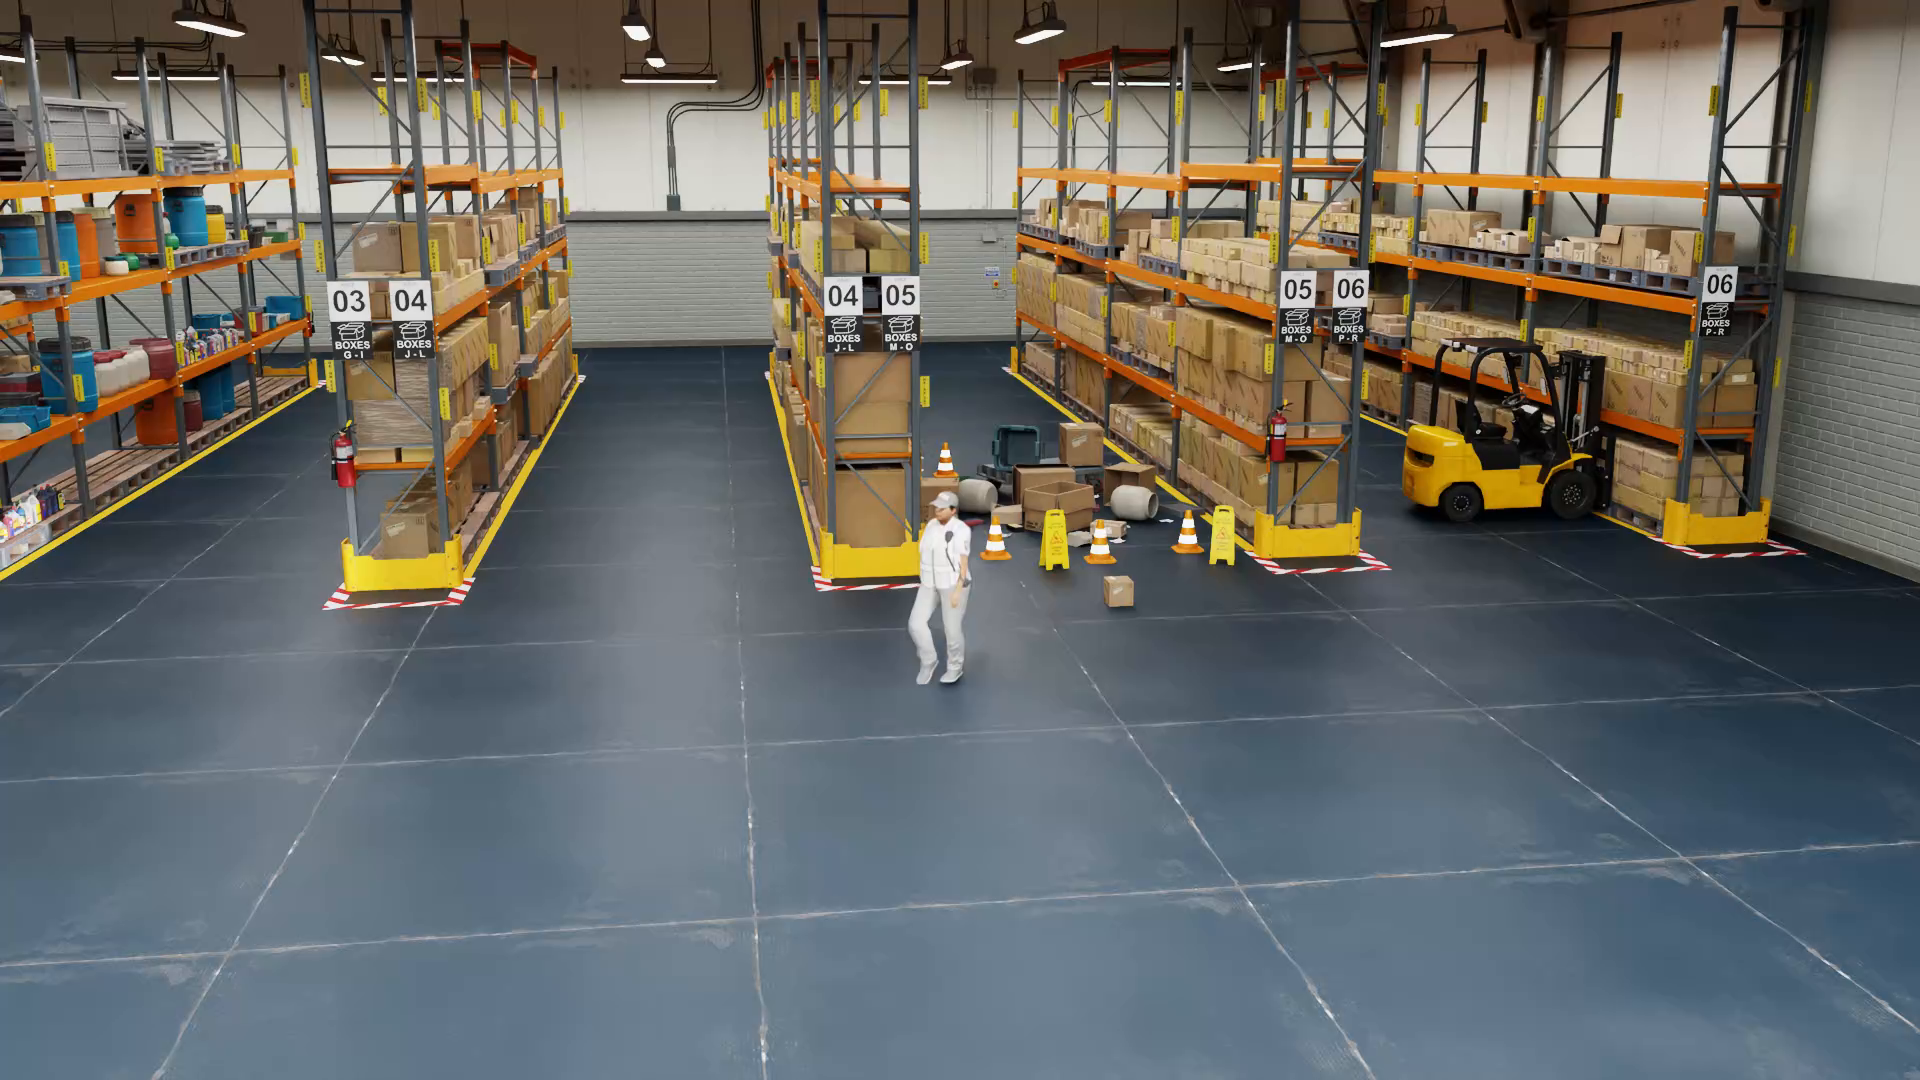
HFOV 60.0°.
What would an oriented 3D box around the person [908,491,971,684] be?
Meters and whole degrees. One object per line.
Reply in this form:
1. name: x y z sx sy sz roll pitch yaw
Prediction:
1. person: -0.152 0.431 14.161 0.476 1.707 0.462 7 15 29
